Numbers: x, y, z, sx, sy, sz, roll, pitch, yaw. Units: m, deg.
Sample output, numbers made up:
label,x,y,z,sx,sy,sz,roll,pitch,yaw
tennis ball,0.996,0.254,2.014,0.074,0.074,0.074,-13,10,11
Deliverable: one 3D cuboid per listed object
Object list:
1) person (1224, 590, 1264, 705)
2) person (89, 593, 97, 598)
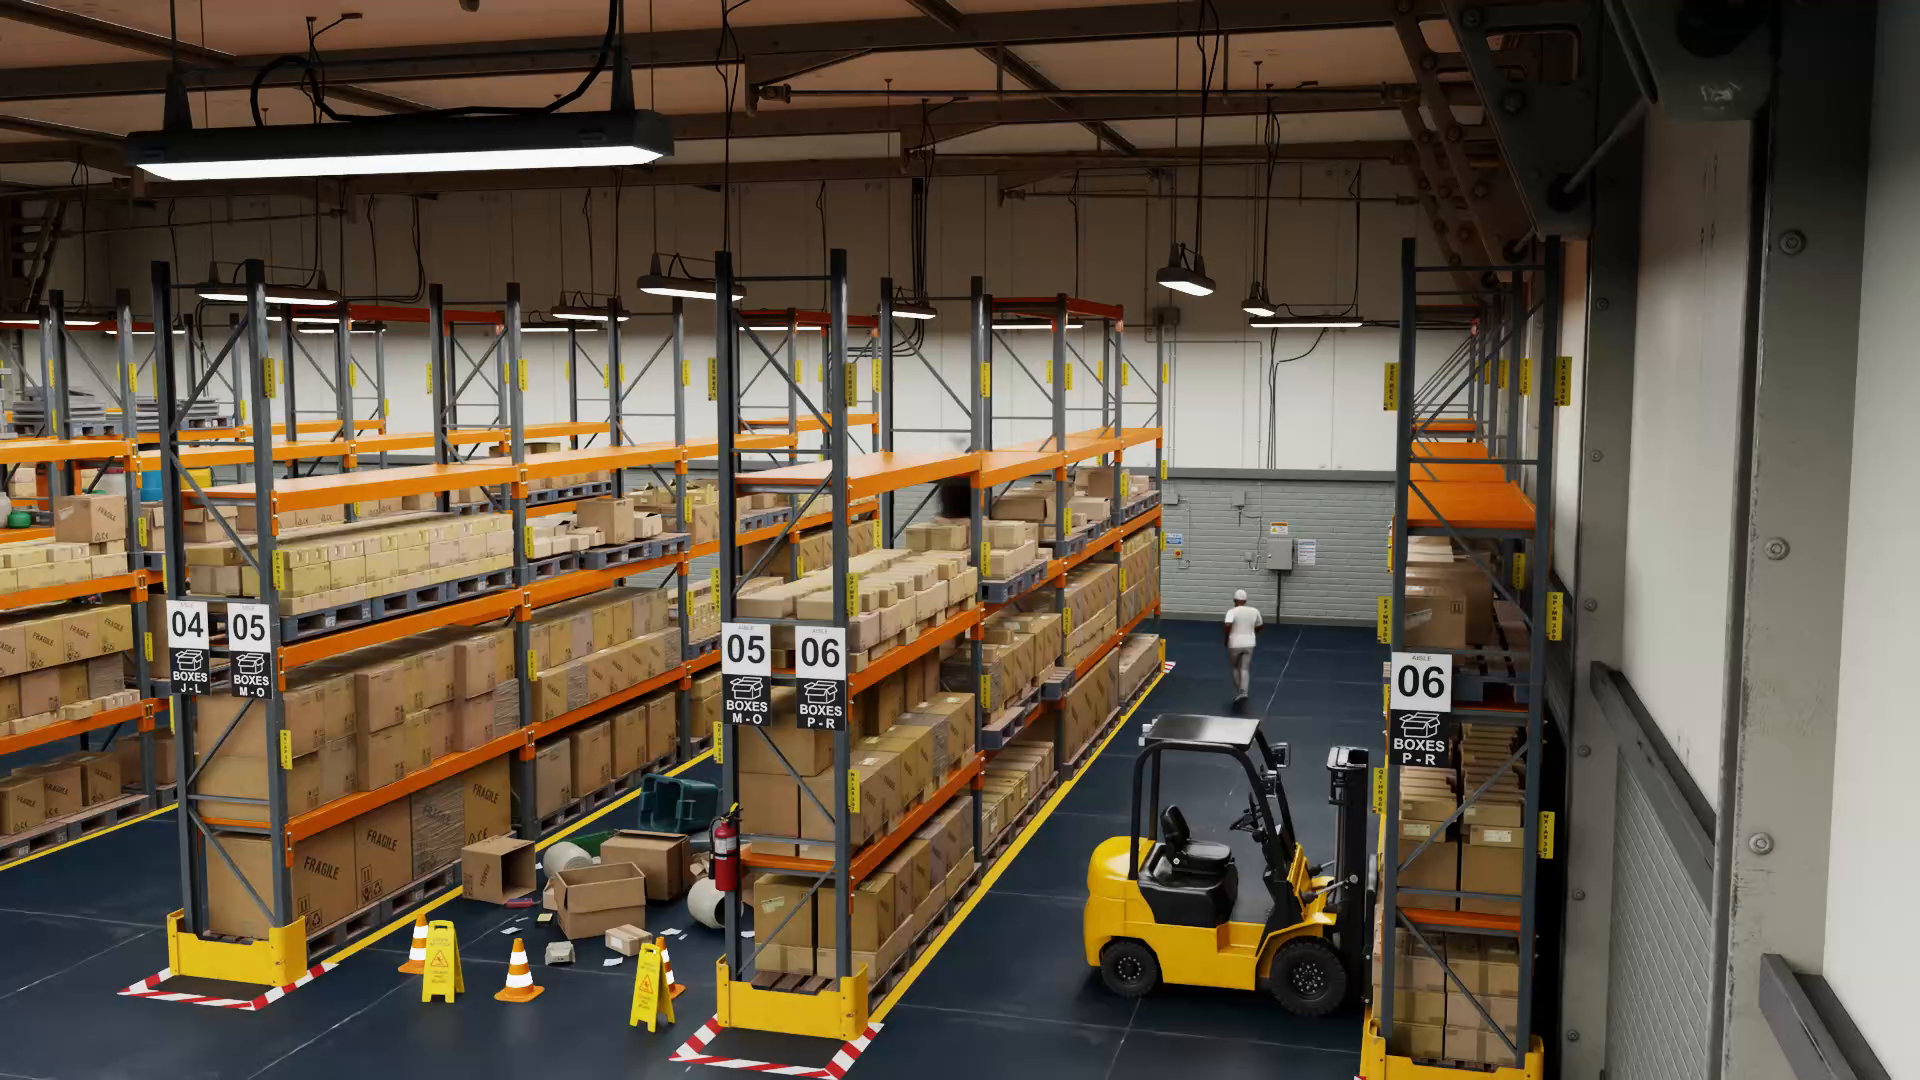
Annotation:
label,x,y,z,sx,sy,sz,roll,pitch,yaw
person,4.306,1.642,25.146,0.663,1.743,0.836,-1,6,-5
person,-14.305,1.363,28.004,0.726,1.734,0.721,0,6,5
